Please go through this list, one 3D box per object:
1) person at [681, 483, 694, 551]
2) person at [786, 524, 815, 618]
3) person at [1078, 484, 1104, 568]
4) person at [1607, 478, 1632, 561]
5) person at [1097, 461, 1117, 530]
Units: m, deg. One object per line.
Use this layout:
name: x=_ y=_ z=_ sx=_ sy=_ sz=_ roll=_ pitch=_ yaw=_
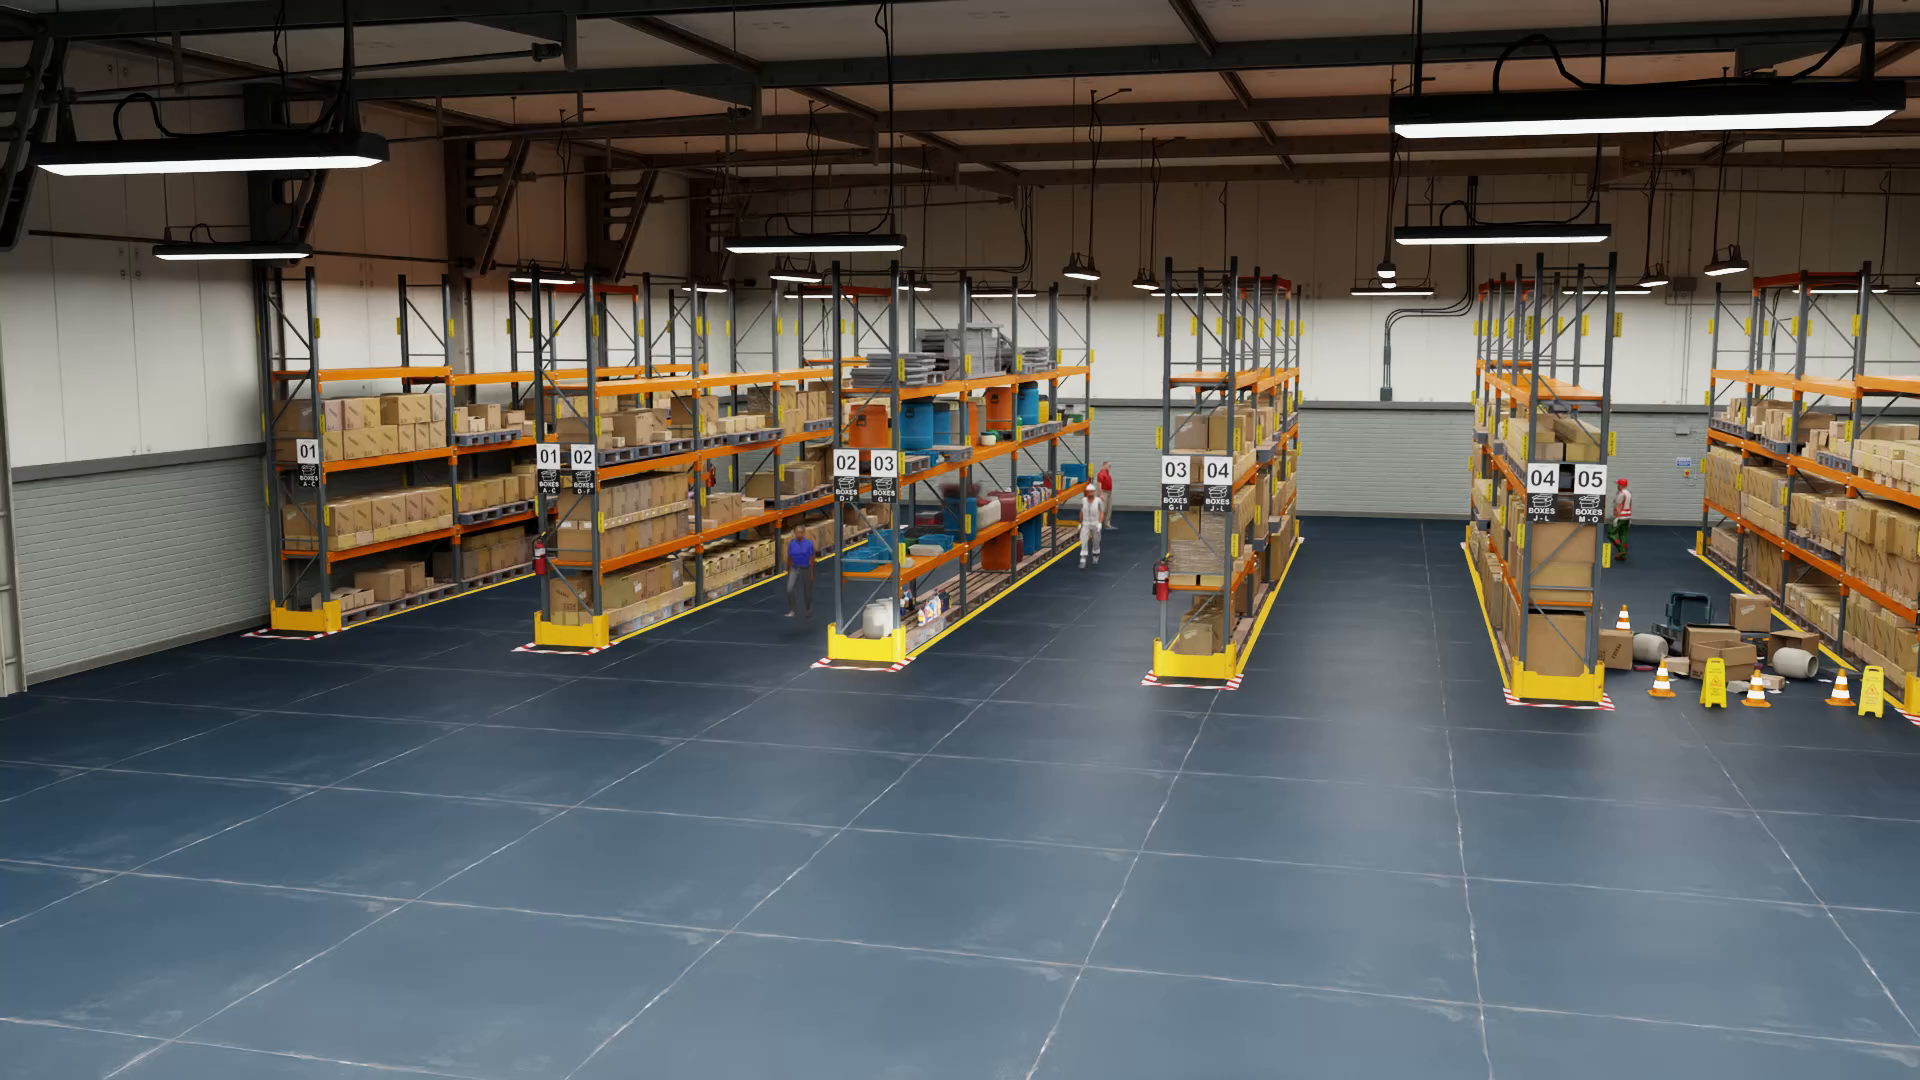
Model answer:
person: x=-6.197 y=-0.569 z=37.715 sx=0.400 sy=1.550 sz=0.899 roll=2 pitch=7 yaw=14
person: x=-2.636 y=0.542 z=27.507 sx=0.479 sy=1.617 sz=0.883 roll=0 pitch=7 yaw=-1
person: x=2.727 y=-0.303 z=34.821 sx=0.580 sy=1.720 sz=1.050 roll=1 pitch=7 yaw=10
person: x=14.347 y=-0.448 z=36.001 sx=0.603 sy=1.790 sz=0.472 roll=-5 pitch=9 yaw=-36
person: x=3.552 y=-1.117 z=41.463 sx=0.680 sy=1.715 sz=0.590 roll=4 pitch=8 yaw=29
